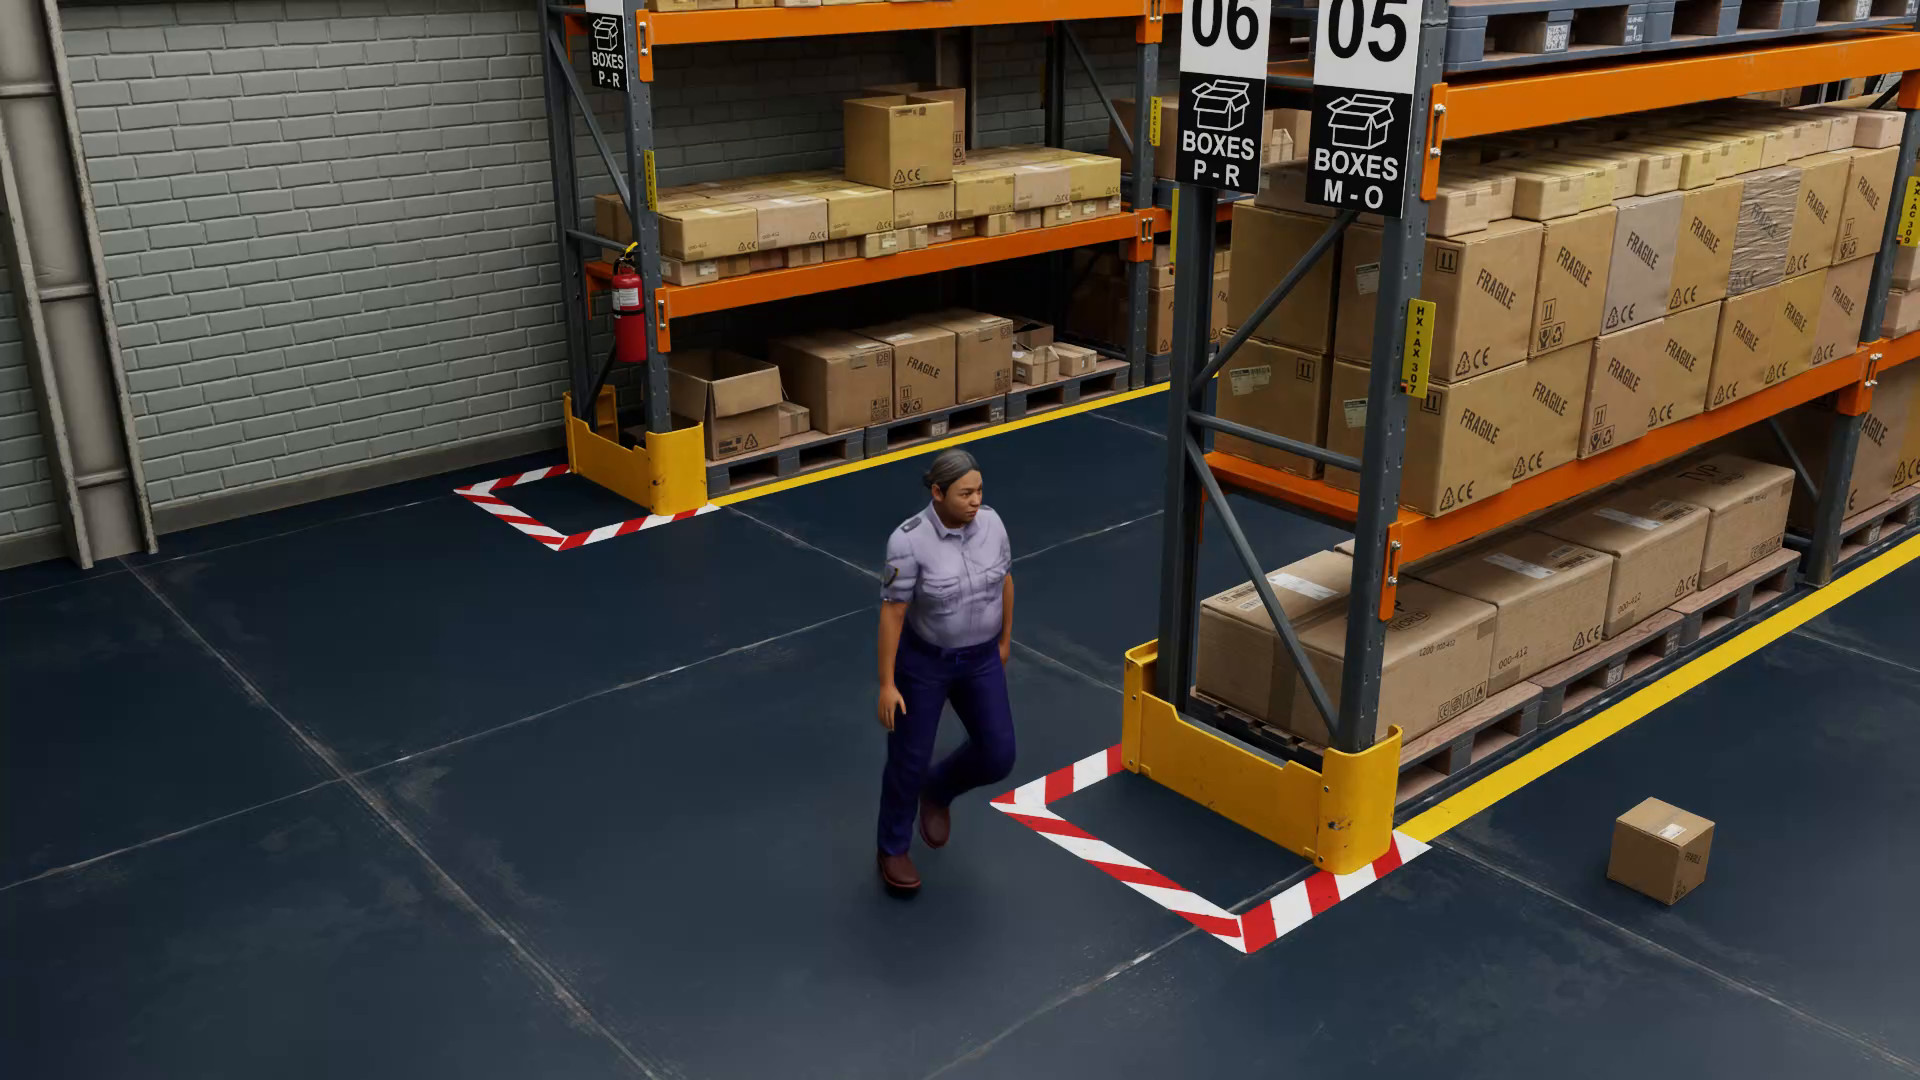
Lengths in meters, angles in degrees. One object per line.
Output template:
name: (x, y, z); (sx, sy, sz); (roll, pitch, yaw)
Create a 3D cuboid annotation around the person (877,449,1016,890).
person: (-0.074, 0.436, 5.929); (0.618, 1.627, 0.485); (-12, 24, -29)
